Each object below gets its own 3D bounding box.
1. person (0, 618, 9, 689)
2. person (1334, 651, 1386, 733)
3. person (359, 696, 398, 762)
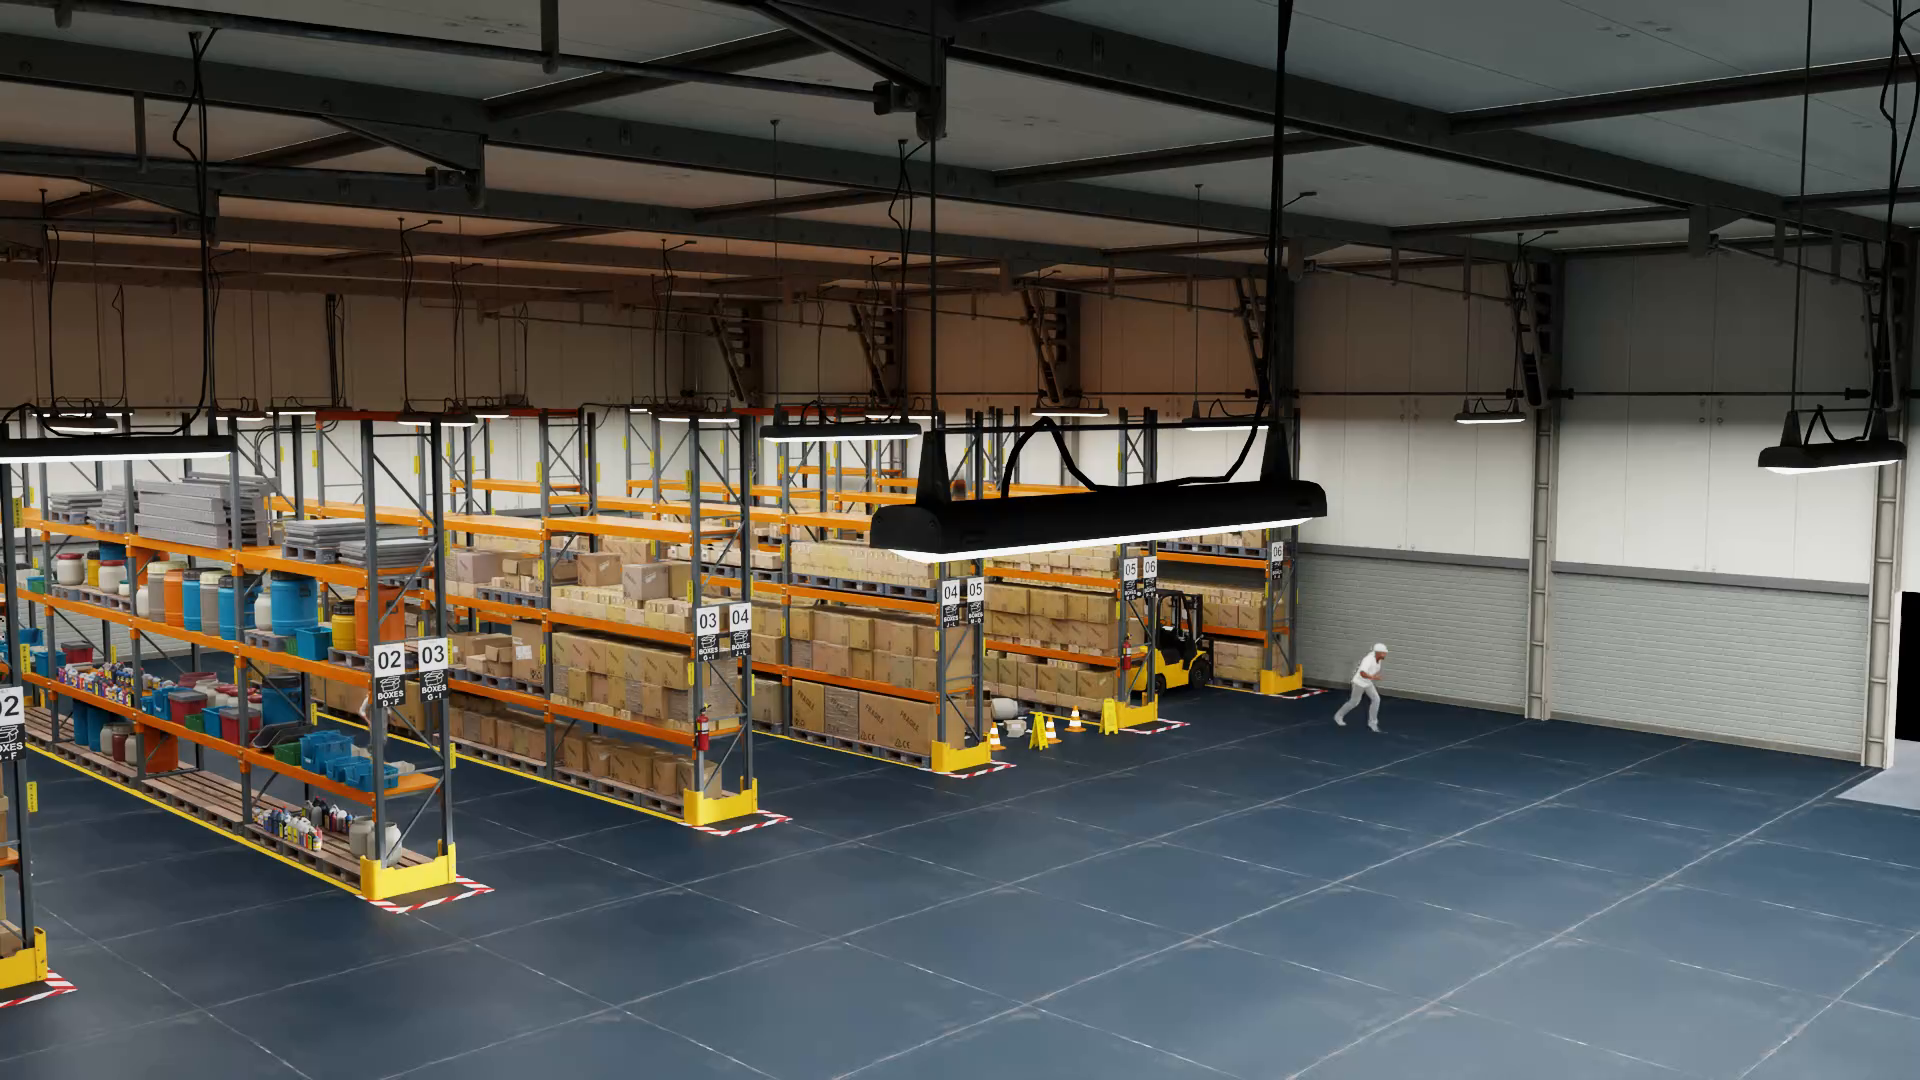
[{"bbox_3d":[-19.811,2.420,34.247,0.594,1.738,0.673,-2,6,-26],"label":"person"},{"bbox_3d":[7.519,2.782,31.229,0.995,1.679,0.747,3,6,34],"label":"person"},{"bbox_3d":[-9.763,3.107,27.735,0.745,1.572,0.526,4,6,36],"label":"person"}]
